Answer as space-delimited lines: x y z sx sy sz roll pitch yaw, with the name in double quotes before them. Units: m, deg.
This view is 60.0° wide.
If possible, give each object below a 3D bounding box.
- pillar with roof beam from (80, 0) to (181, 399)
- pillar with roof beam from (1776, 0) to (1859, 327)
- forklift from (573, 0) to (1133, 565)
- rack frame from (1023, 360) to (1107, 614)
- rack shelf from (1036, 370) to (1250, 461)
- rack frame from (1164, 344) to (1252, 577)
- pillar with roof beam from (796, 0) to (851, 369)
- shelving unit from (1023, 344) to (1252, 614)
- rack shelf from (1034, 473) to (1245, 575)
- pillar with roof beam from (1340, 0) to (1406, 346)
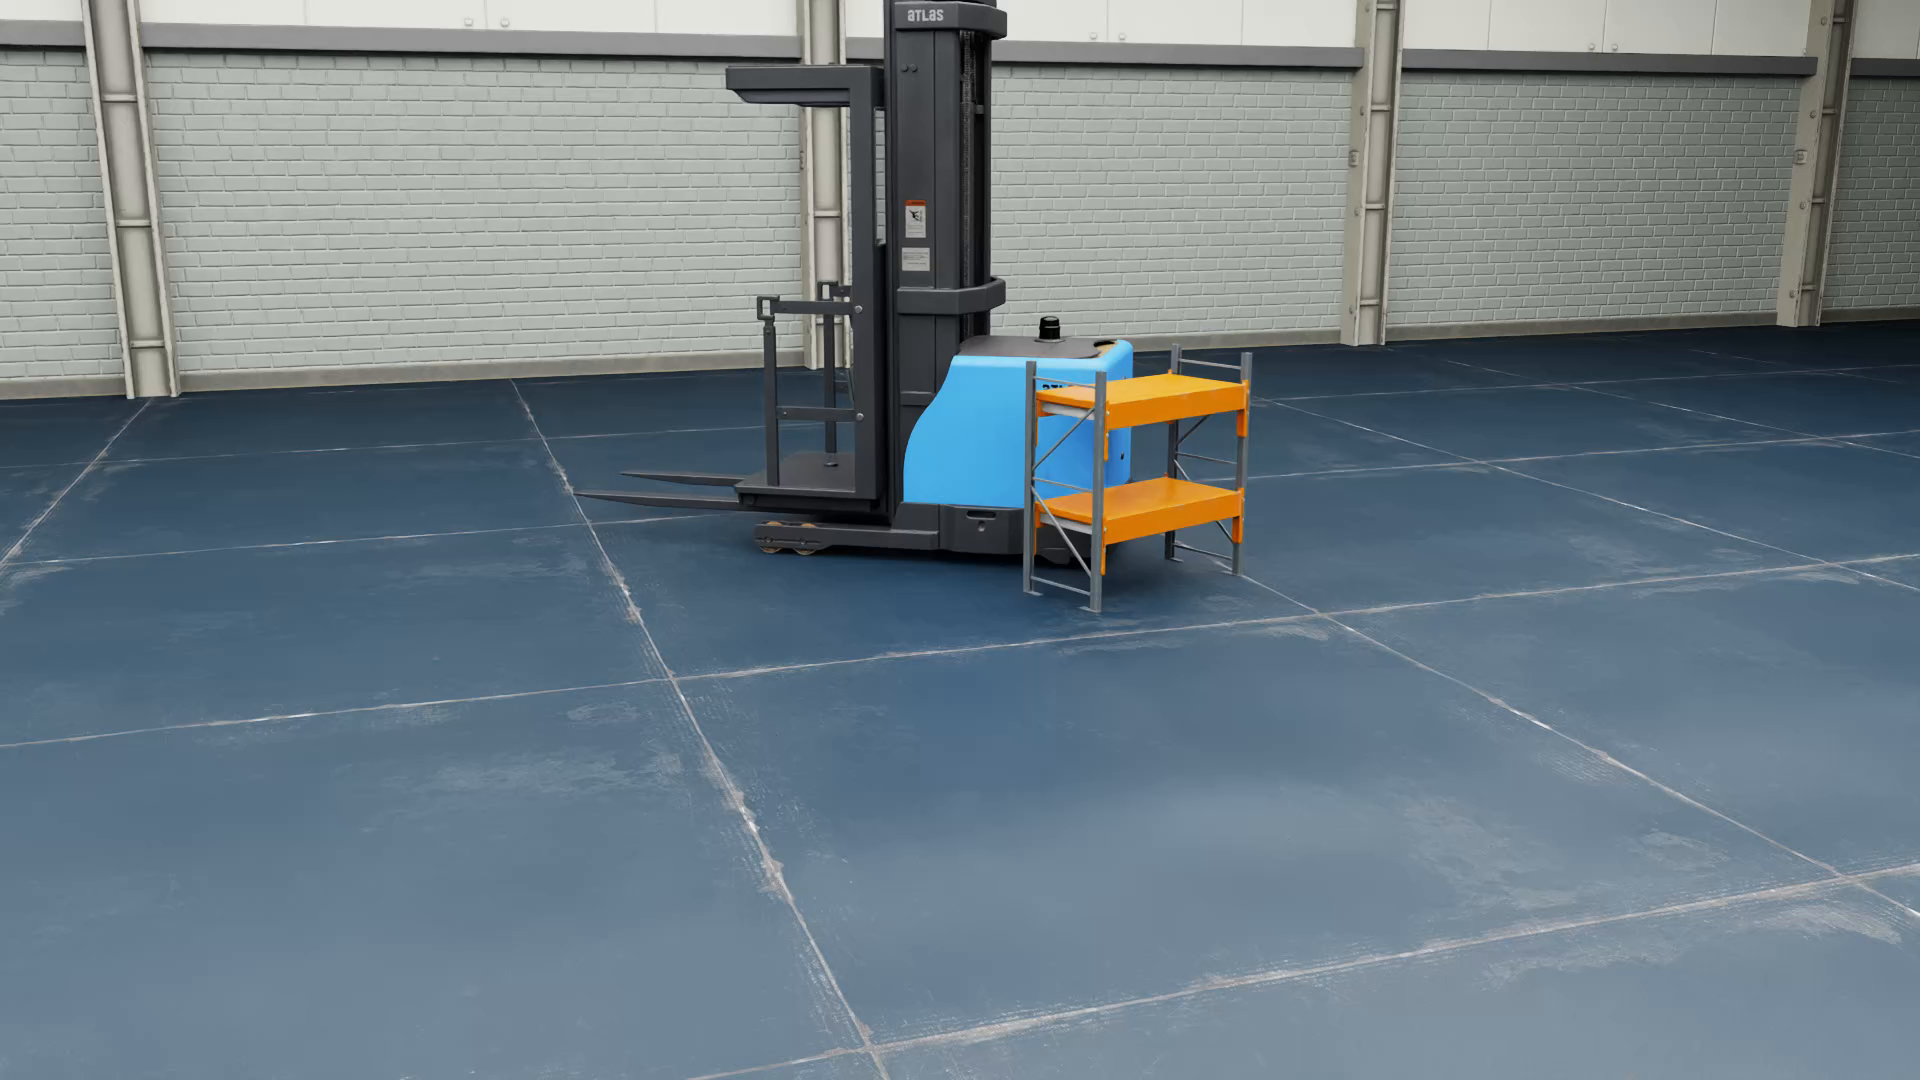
"pillar with roof beam" -5.614 -4.690 9.415 0.400 9.000 9.100 -4 14 -18
"pillar with roof beam" 11.446 -6.019 15.000 0.400 9.000 9.100 -4 14 -18
"forklift" -0.612 -1.460 8.948 3.031 2.935 1.130 3 14 13
"rack frame" 0.483 -0.253 7.769 0.032 1.125 0.500 -11 18 -40
"rack shelf" 0.867 -0.615 8.025 1.000 0.278 0.538 -11 18 -40
"rack frame" 1.249 -0.408 8.419 0.032 1.125 0.500 -11 18 -40
"pillar with roof beam" 0.073 -5.133 11.276 0.400 9.000 9.100 -4 14 -18
"shelving unit" 0.866 -0.330 8.094 1.048 1.125 0.538 -11 18 -40
"rack shelf" 0.865 -0.093 8.152 1.000 0.278 0.538 -11 18 -40
"pillar with roof beam" 5.759 -5.576 13.138 0.400 9.000 9.100 -4 14 -18
